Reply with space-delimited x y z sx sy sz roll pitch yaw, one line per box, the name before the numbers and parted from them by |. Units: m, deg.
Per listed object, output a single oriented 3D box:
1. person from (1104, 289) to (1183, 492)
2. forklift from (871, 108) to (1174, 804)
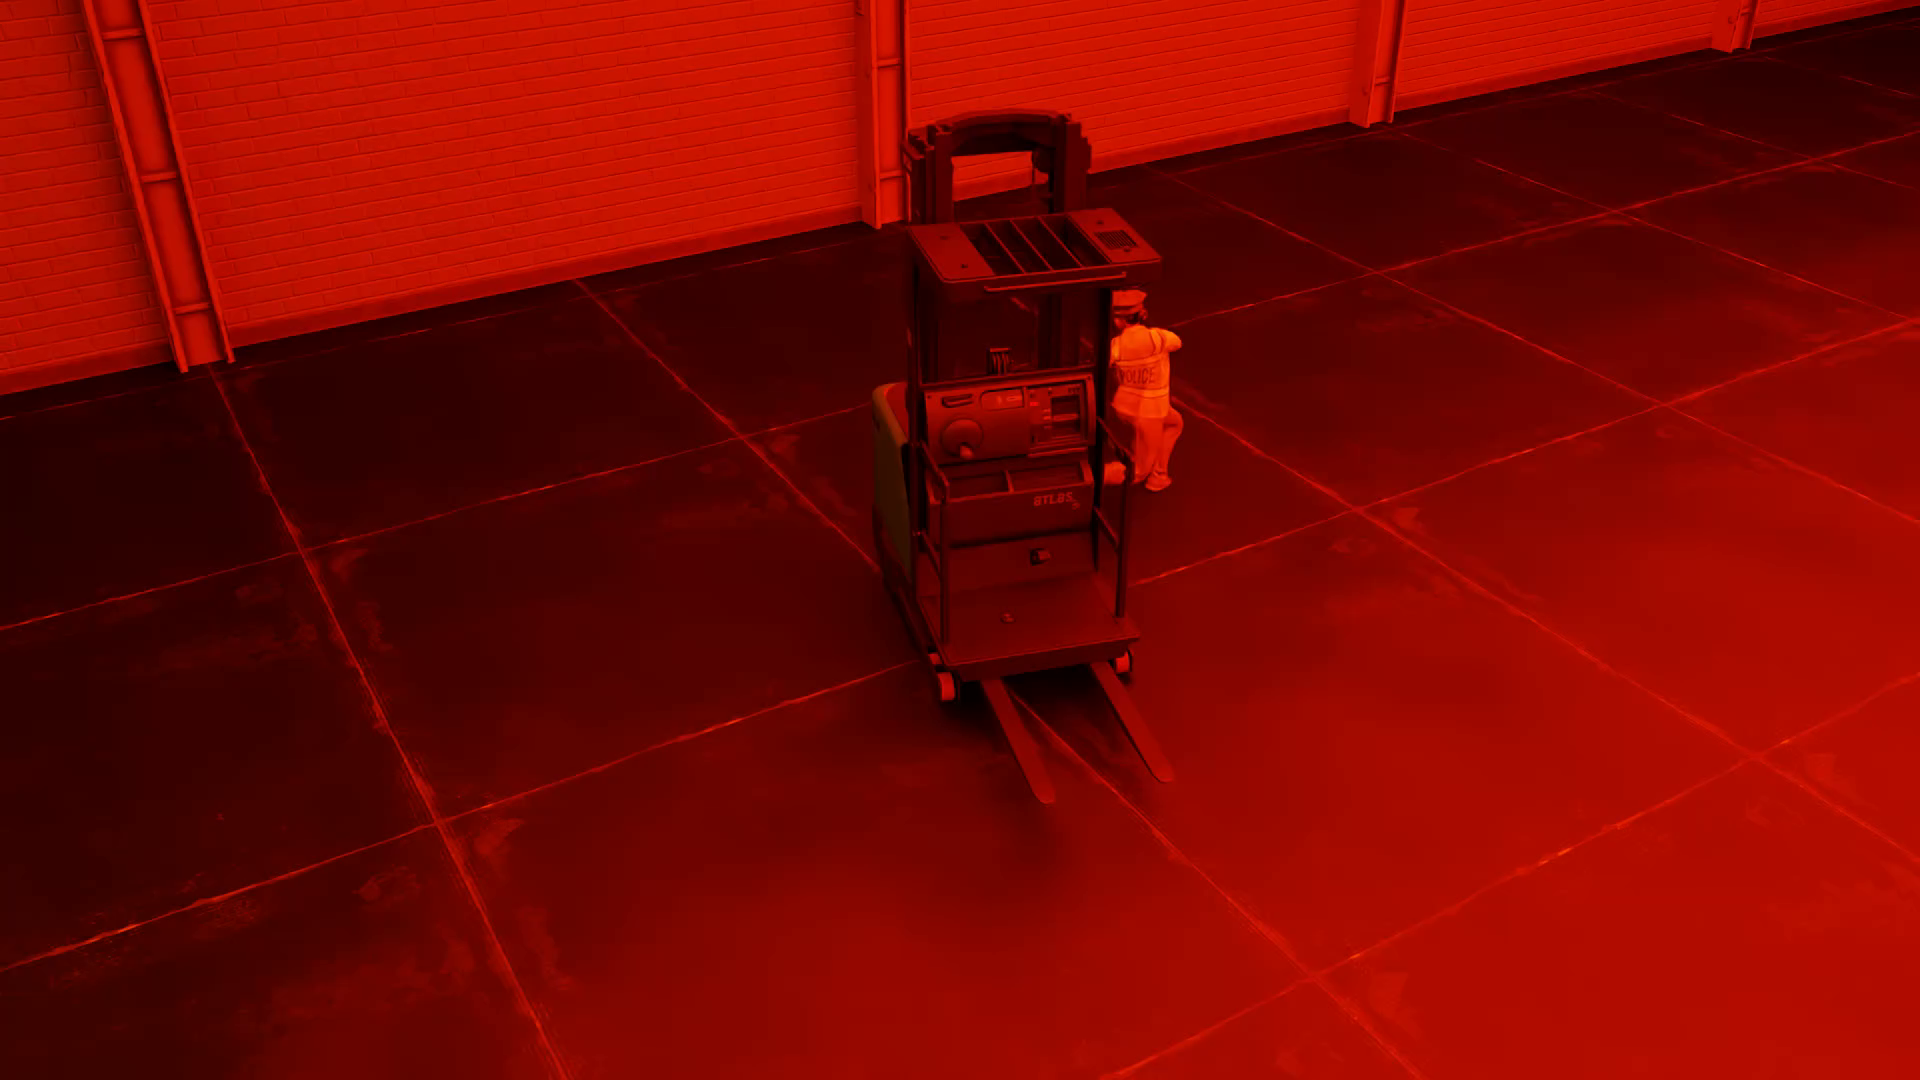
person | 1.047 -0.895 10.674 0.892 1.441 0.611 -24 38 -34
forklift | 0.328 -0.599 8.648 1.130 2.935 3.031 -8 32 -13
